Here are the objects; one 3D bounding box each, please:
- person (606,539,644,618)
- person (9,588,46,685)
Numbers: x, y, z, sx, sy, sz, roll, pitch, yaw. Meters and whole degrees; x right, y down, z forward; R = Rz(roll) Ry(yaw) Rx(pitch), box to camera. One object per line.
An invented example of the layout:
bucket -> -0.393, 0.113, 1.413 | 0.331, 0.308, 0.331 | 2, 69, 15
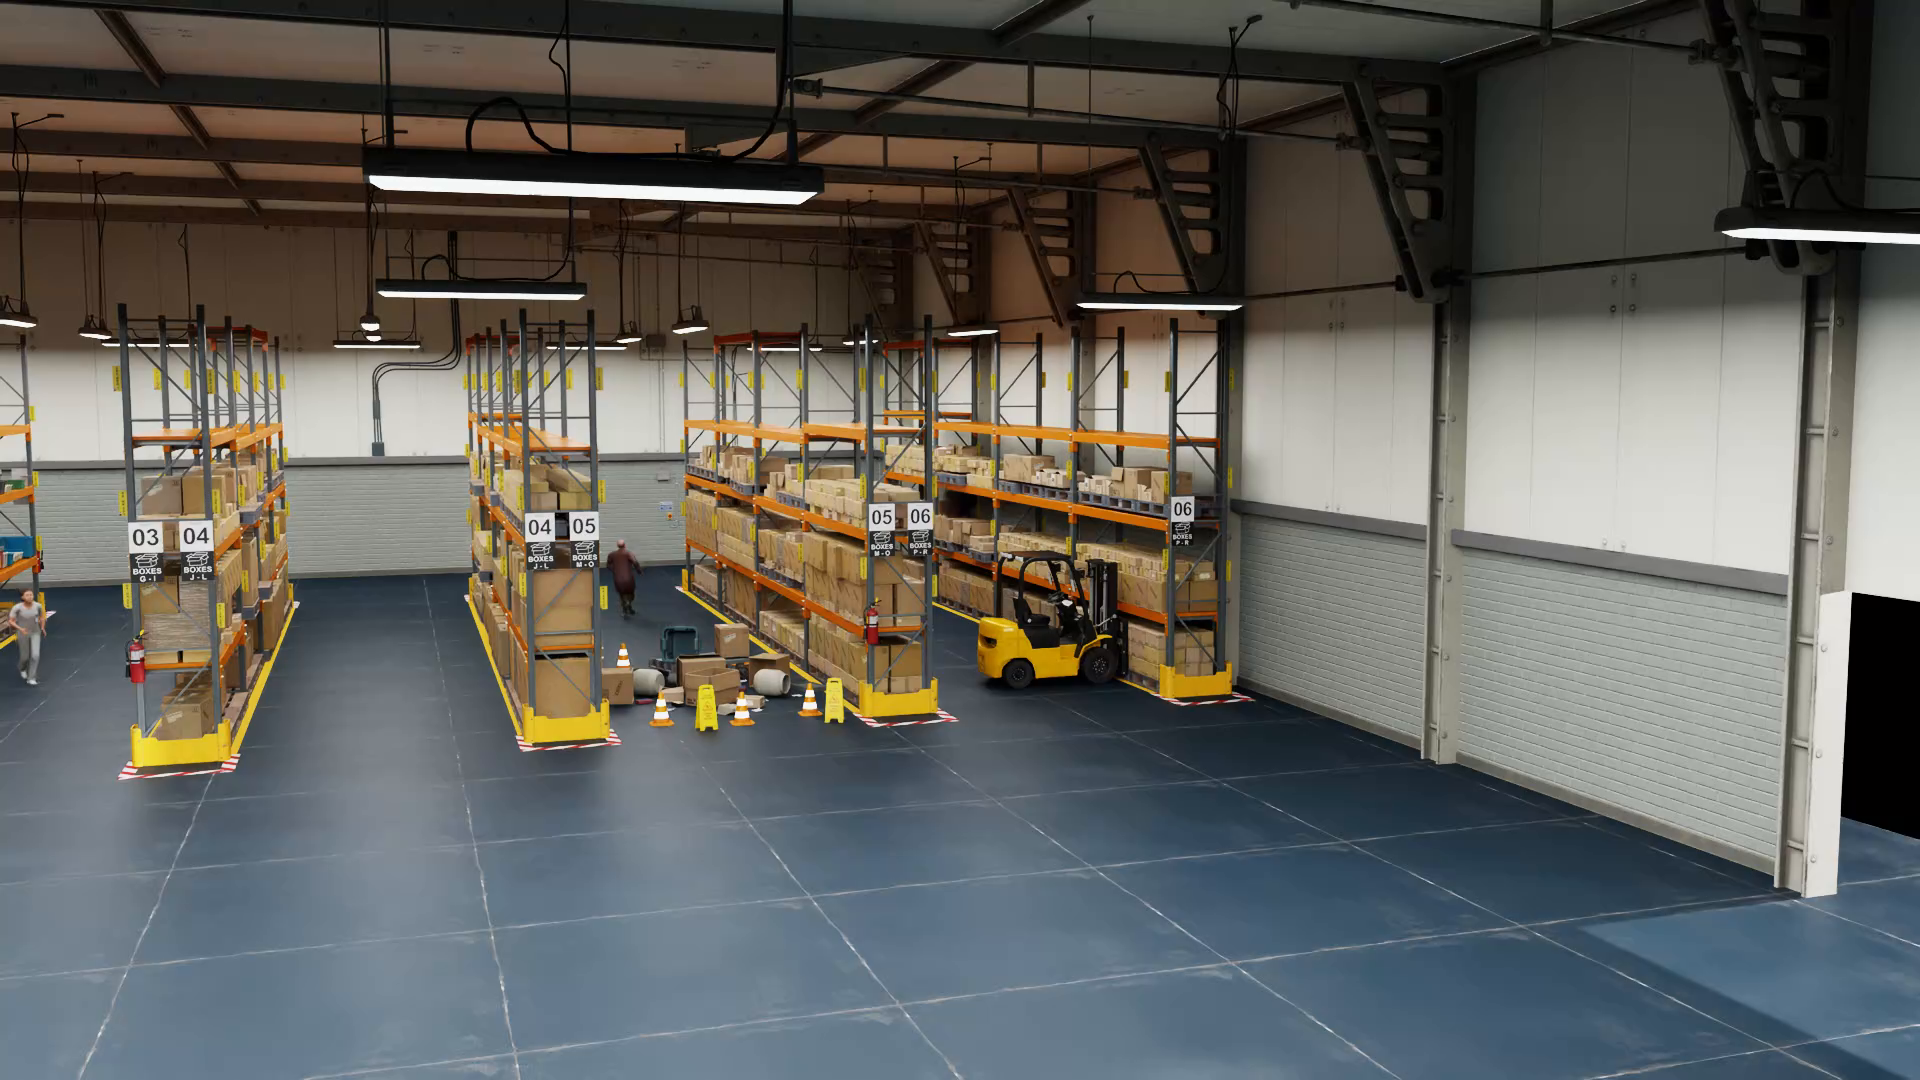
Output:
person -> -7.142, 0.839, 35.350 | 0.808, 1.702, 0.650 | 0, 5, -1
person -> -15.506, 1.590, 27.651 | 0.560, 1.618, 0.735 | -4, 7, -39
